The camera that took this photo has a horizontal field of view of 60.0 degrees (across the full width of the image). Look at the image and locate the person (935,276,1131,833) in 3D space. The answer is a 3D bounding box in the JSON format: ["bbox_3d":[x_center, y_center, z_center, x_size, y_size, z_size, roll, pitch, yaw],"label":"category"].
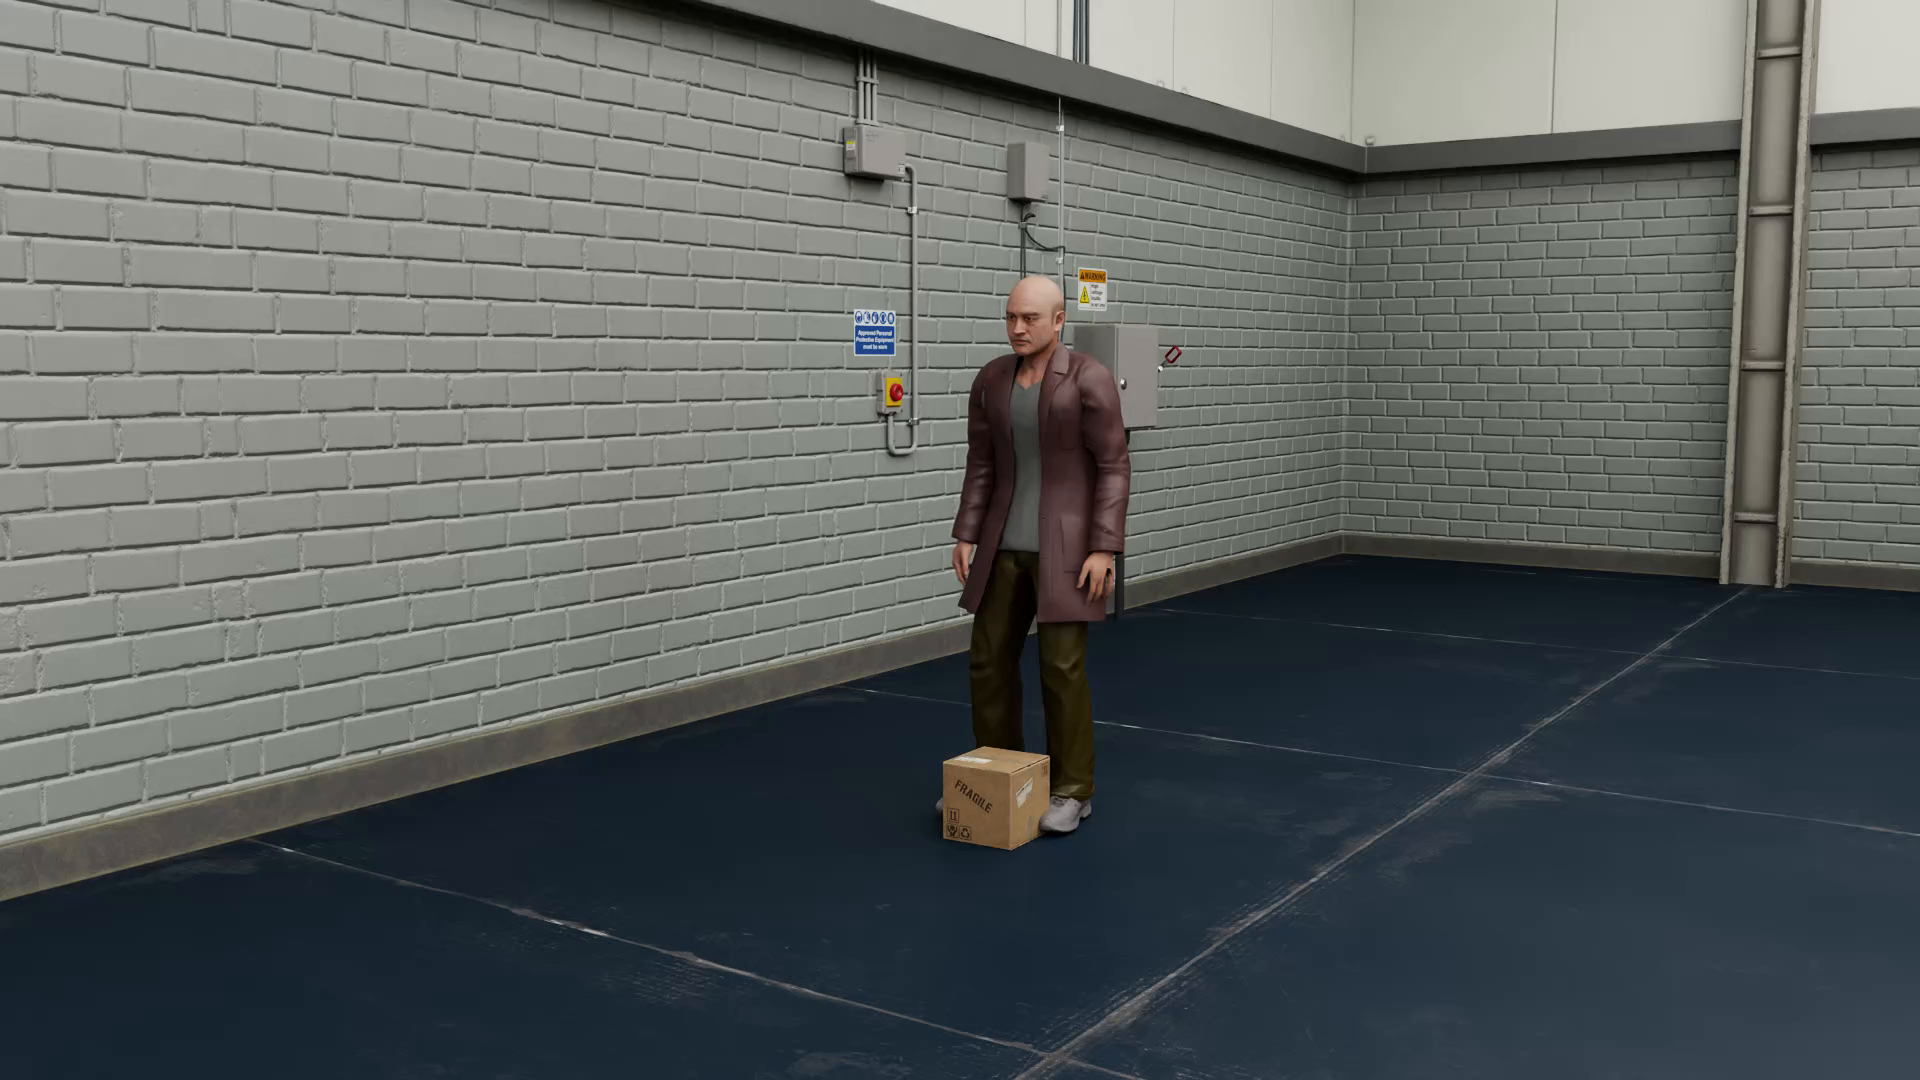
[{"bbox_3d":[0.246,0.037,5.418,0.642,1.773,0.428,4,7,34],"label":"person"}]
